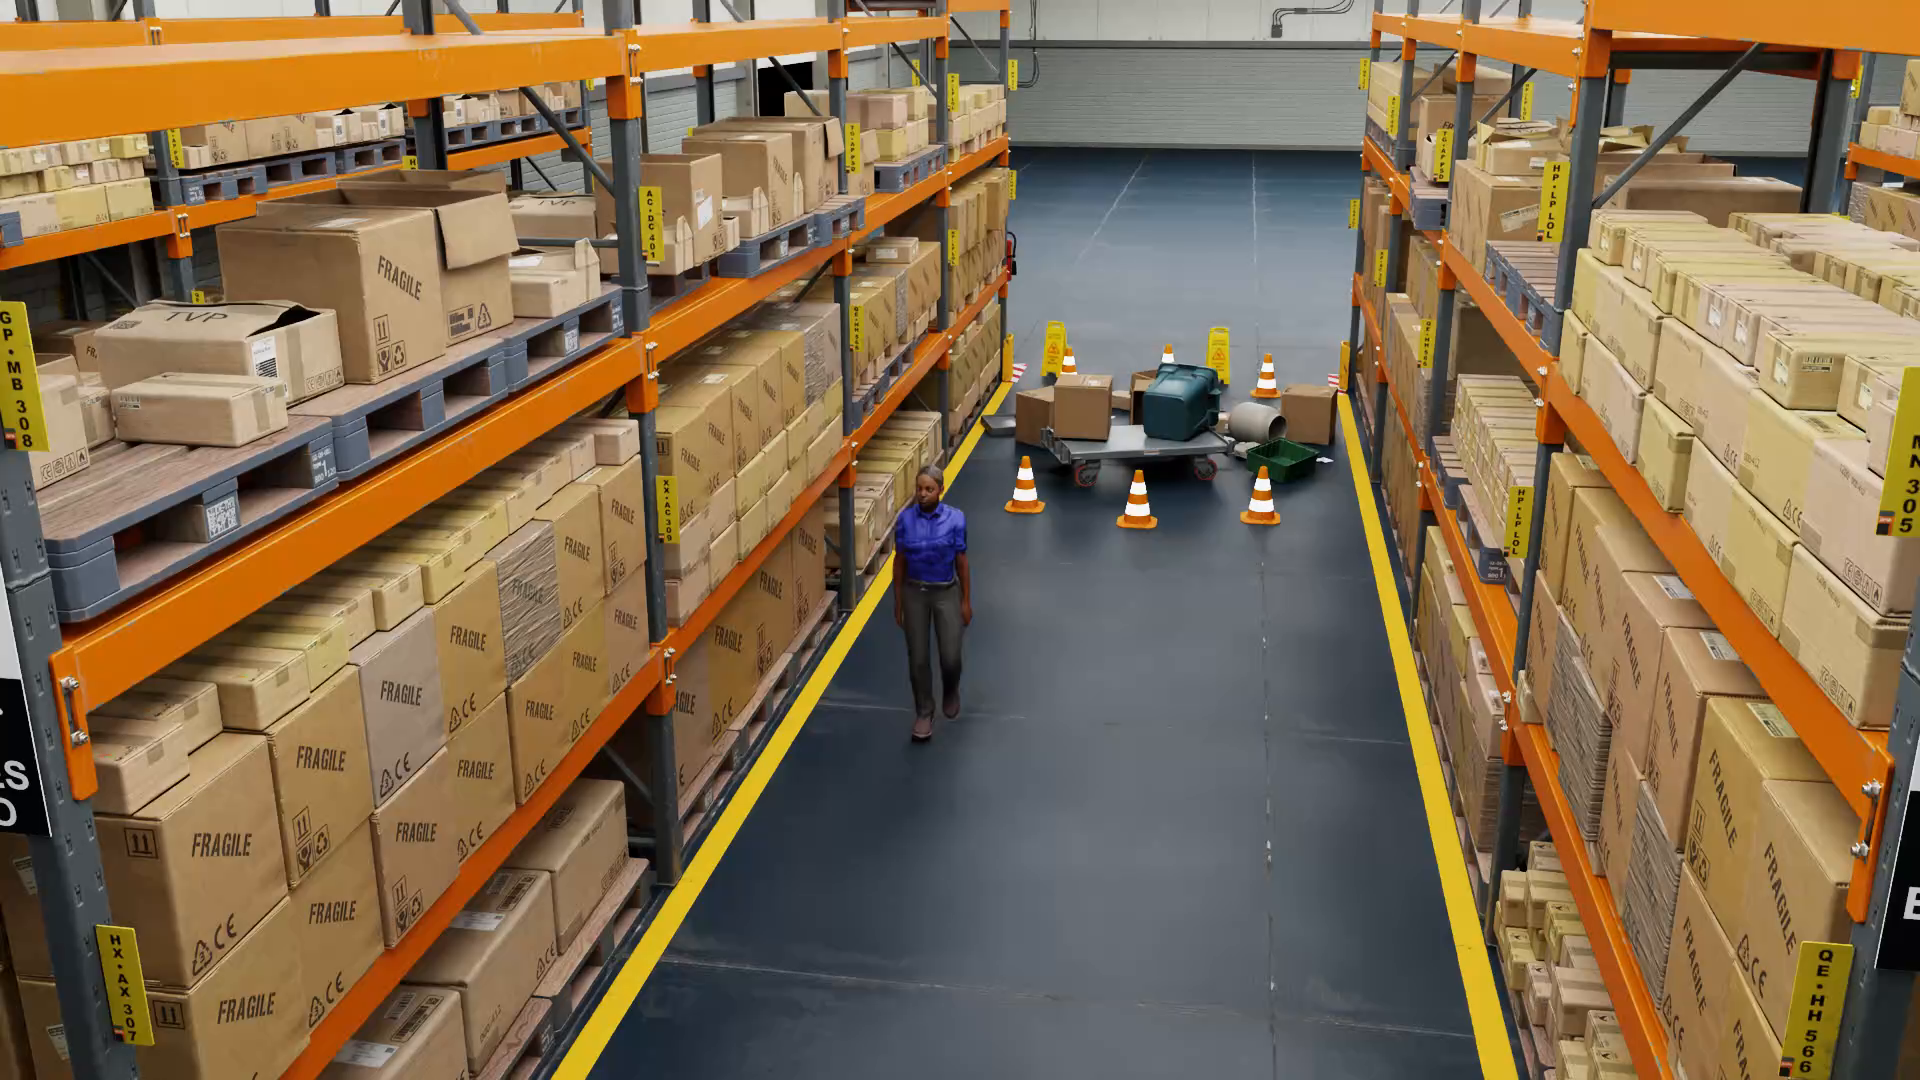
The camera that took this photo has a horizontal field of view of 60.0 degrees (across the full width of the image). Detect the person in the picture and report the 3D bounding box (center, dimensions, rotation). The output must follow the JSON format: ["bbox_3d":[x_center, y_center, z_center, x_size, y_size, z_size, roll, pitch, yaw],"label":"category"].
[{"bbox_3d":[-0.165,0.361,9.890,0.472,1.637,0.472,3,18,9],"label":"person"}]
